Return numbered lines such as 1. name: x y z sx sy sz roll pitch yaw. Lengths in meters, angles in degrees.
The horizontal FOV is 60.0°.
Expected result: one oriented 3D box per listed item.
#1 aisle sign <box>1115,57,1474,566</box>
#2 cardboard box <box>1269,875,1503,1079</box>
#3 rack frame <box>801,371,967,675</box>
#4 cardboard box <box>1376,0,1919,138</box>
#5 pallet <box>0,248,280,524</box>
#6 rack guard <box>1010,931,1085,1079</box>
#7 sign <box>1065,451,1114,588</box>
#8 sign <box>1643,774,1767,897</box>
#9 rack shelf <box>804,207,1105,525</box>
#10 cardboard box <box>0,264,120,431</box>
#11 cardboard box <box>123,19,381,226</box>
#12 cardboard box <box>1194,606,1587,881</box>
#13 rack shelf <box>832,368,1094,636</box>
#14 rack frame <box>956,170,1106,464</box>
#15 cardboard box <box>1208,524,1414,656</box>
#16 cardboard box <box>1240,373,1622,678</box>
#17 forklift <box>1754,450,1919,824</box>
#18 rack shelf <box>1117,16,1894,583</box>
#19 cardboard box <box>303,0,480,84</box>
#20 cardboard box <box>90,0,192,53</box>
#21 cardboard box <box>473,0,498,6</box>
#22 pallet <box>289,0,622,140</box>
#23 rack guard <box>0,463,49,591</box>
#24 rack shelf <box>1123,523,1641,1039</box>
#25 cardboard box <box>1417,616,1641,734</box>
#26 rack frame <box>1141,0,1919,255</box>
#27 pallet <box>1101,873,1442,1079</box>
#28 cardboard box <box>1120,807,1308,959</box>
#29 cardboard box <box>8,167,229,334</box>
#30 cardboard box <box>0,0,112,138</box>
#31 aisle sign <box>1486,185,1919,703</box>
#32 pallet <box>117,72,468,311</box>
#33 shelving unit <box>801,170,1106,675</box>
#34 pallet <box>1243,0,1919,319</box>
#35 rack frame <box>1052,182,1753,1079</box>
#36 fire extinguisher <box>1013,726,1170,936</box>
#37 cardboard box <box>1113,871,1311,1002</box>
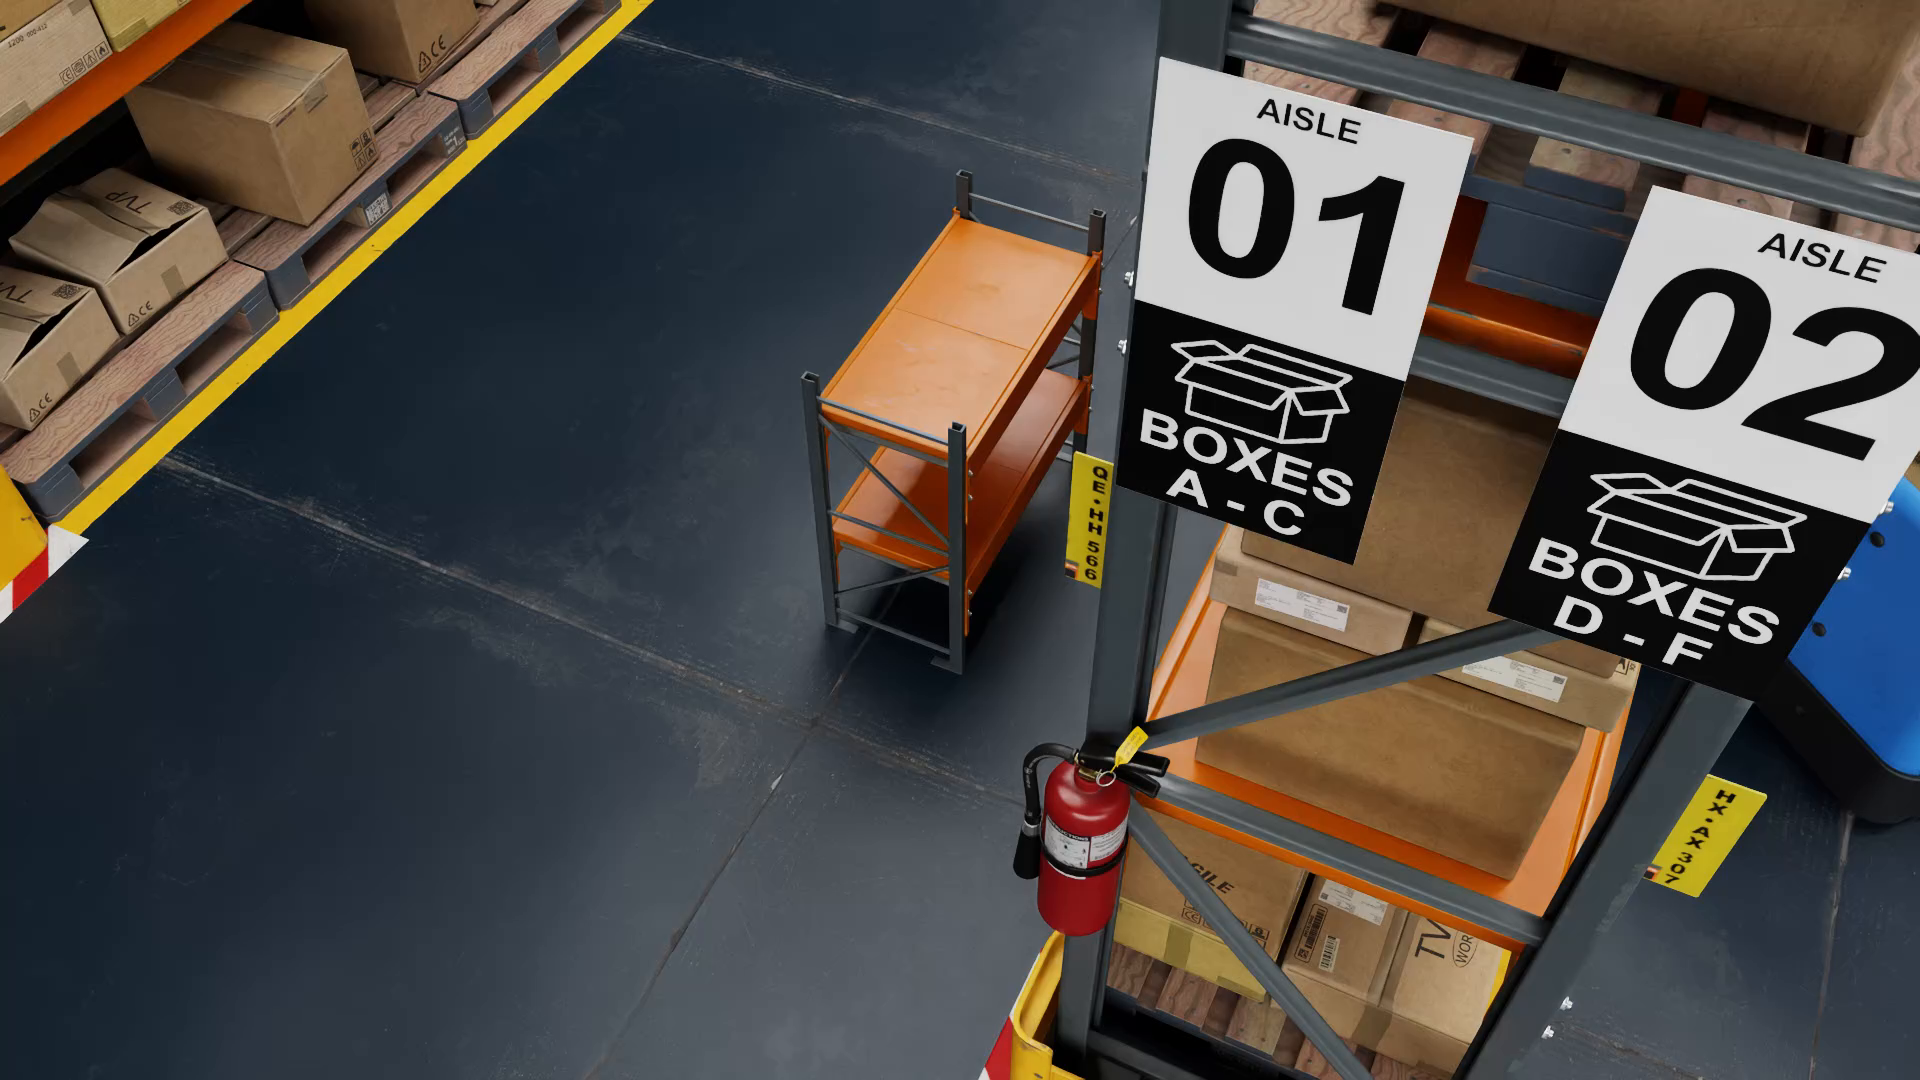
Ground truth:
1. aisle sign: 0.427 -0.281 2.312 0.394 0.787 0.004 20 52 16
2. cardboard box: 1.151 1.070 4.400 0.500 0.250 0.500 20 52 16
3. rack frame: -0.214 -0.019 5.028 0.500 1.125 0.032 20 52 16
4. cardboard box: 0.970 -0.969 2.200 0.797 0.503 0.637 23 53 18
5. pallet: -3.348 -0.694 6.202 1.003 0.211 1.213 20 52 16
6. rack guard: 0.711 1.439 4.198 1.175 0.500 0.348 20 52 16
7. sign: 0.236 -0.026 2.887 0.100 0.325 0.005 20 52 16
8. sign: 1.220 0.490 2.743 0.100 0.325 0.005 20 52 16
9. rack shelf: 0.003 -0.559 5.103 0.538 0.278 1.000 20 52 16
10. cardboard box: -3.383 -0.716 5.866 0.500 0.311 0.500 14 51 12
11. cardboard box: -2.780 -1.658 6.544 0.700 0.500 0.500 17 52 14
12. cardboard box: 0.932 0.262 3.492 0.700 0.500 0.500 20 52 16
13. rack shelf: 0.003 -0.211 5.512 0.538 0.278 1.000 20 52 16
14. rack frame: 0.220 -0.719 5.623 0.500 1.125 0.032 20 52 16
15. cardboard box: 0.712 0.044 3.251 0.380 0.149 0.250 19 52 15
16. cardboard box: 0.955 -0.195 3.029 0.700 0.500 0.500 20 52 16
17. forklift: 3.881 -0.853 4.551 3.031 2.935 1.130 -18 52 -15
18. rack shelf: 1.575 -1.504 3.563 1.077 0.370 4.000 20 52 16
19. cardboard box: -2.458 -2.356 7.138 0.500 0.500 0.500 16 52 13
20. cardboard box: -2.832 -1.899 5.482 0.500 0.250 0.500 19 52 16
21. cardboard box: -2.252 -2.598 7.562 0.380 0.166 0.250 14 51 11
22. pallet: -2.306 -2.374 7.631 1.003 0.211 1.213 20 52 16
23. rack guard: -3.727 -0.239 5.626 1.175 0.500 0.348 20 52 16
24. rack shelf: 1.575 -0.532 4.706 1.077 0.370 4.000 20 52 16
25. cardboard box: 1.083 0.169 3.145 0.380 0.149 0.250 19 52 16
26. rack frame: 0.721 -1.332 0.975 1.000 3.000 0.127 20 52 16
27. pallet: 1.010 0.975 4.781 1.003 0.211 1.213 20 52 16
28. cardboard box: 0.681 0.658 4.258 0.500 0.500 0.500 20 52 16
29. cardboard box: -3.139 -1.108 6.200 0.500 0.311 0.500 24 54 19
30. cardboard box: -3.055 -1.550 5.185 0.500 0.250 0.500 18 52 15
31. aisle sign: 0.970 -0.086 2.146 0.394 0.787 0.004 20 52 16
32. pallet: -2.826 -1.531 6.914 1.003 0.211 1.213 20 52 16
33. shelving unit: 0.003 -0.369 5.326 0.538 1.125 1.048 20 52 16
34. pallet: 1.046 -0.810 2.558 1.003 0.211 1.213 20 52 16
35. rack frame: 0.721 0.612 3.260 1.000 3.000 0.127 20 52 16
36. fire extinguisher: 0.250 0.567 3.349 0.296 0.674 0.183 20 52 16
37. cardboard box: 0.683 0.902 4.543 0.500 0.250 0.500 20 52 16
